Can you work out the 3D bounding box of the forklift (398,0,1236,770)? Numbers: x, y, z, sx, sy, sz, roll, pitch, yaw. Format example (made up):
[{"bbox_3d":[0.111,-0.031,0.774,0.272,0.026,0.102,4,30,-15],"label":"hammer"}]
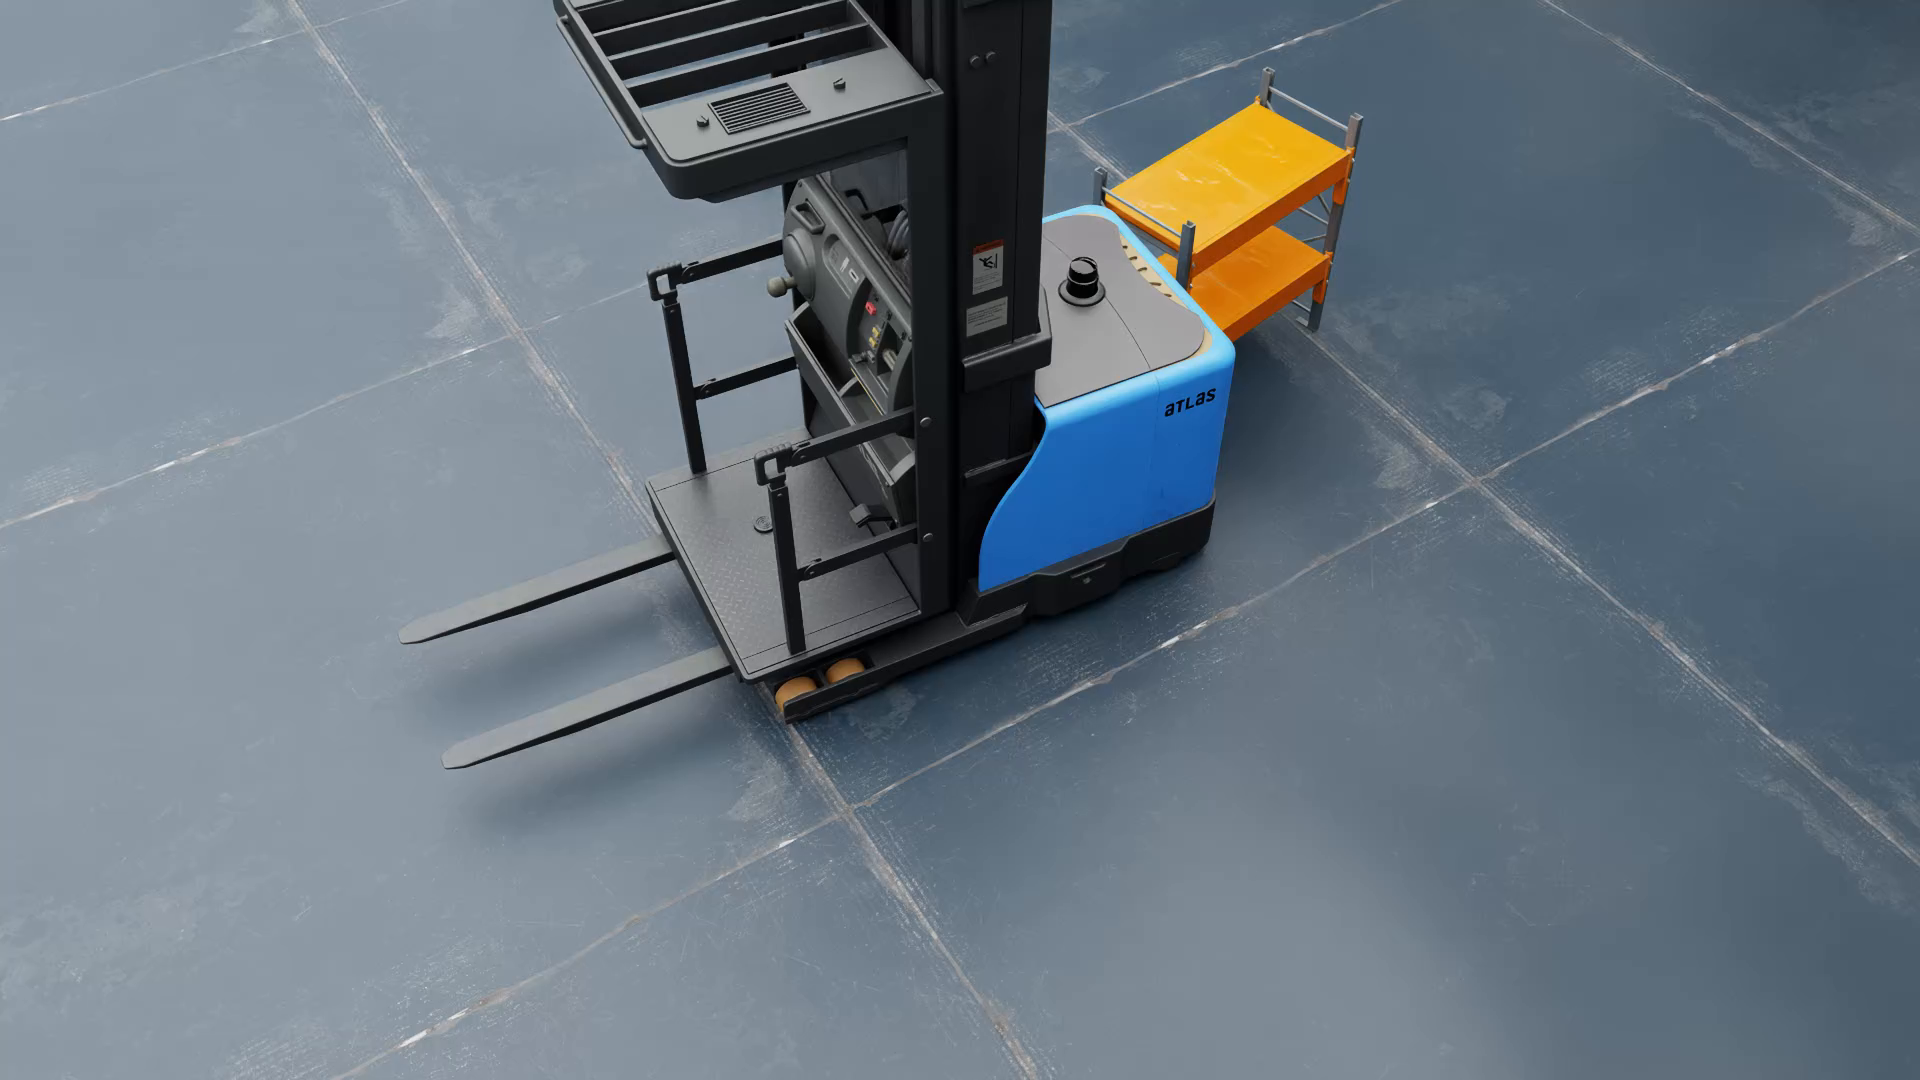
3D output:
[{"bbox_3d":[-0.559,-0.768,5.416,3.031,2.935,1.130,-20,51,-17],"label":"forklift"}]

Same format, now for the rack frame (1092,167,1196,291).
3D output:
[{"bbox_3d":[0.705,-0.939,6.779,0.032,1.125,0.500,-35,57,-27],"label":"rack frame"}]

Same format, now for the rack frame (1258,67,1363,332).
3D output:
[{"bbox_3d":[1.446,-1.460,7.242,0.032,1.125,0.500,-35,57,-27],"label":"rack frame"}]

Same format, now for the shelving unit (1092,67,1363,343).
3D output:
[{"bbox_3d":[1.075,-1.200,7.010,1.048,1.125,0.538,-35,57,-27],"label":"shelving unit"}]

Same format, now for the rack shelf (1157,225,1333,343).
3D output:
[{"bbox_3d":[1.075,-1.037,7.193,1.000,0.278,0.538,-35,57,-27],"label":"rack shelf"}]

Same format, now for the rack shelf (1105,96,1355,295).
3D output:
[{"bbox_3d":[1.075,-1.394,6.792,1.000,0.278,0.538,-35,57,-27],"label":"rack shelf"}]
